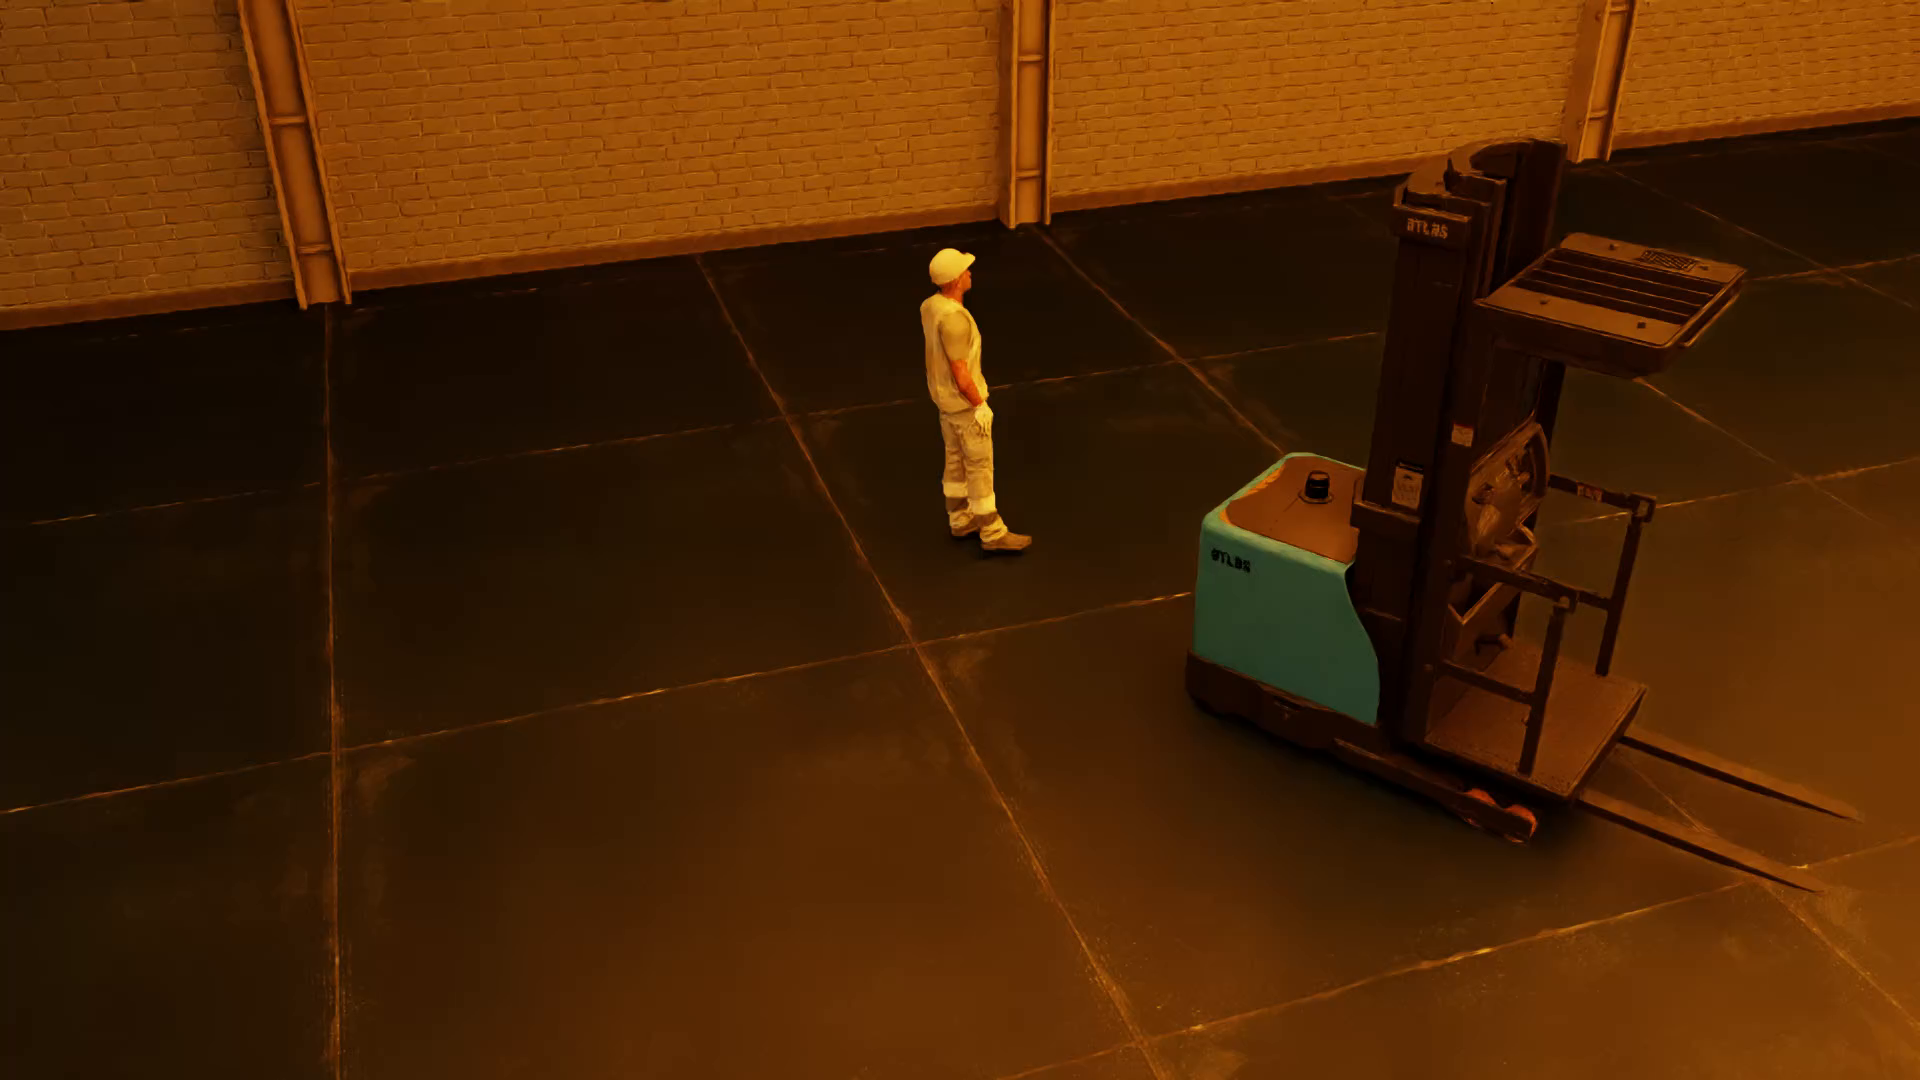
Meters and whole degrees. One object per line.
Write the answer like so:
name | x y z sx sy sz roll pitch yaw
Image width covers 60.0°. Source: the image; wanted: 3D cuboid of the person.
person | 0.080 -0.824 9.570 0.563 1.787 0.637 -10 31 -16

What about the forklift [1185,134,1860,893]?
forklift | 2.635 -0.187 7.412 3.031 2.935 1.130 21 36 32
